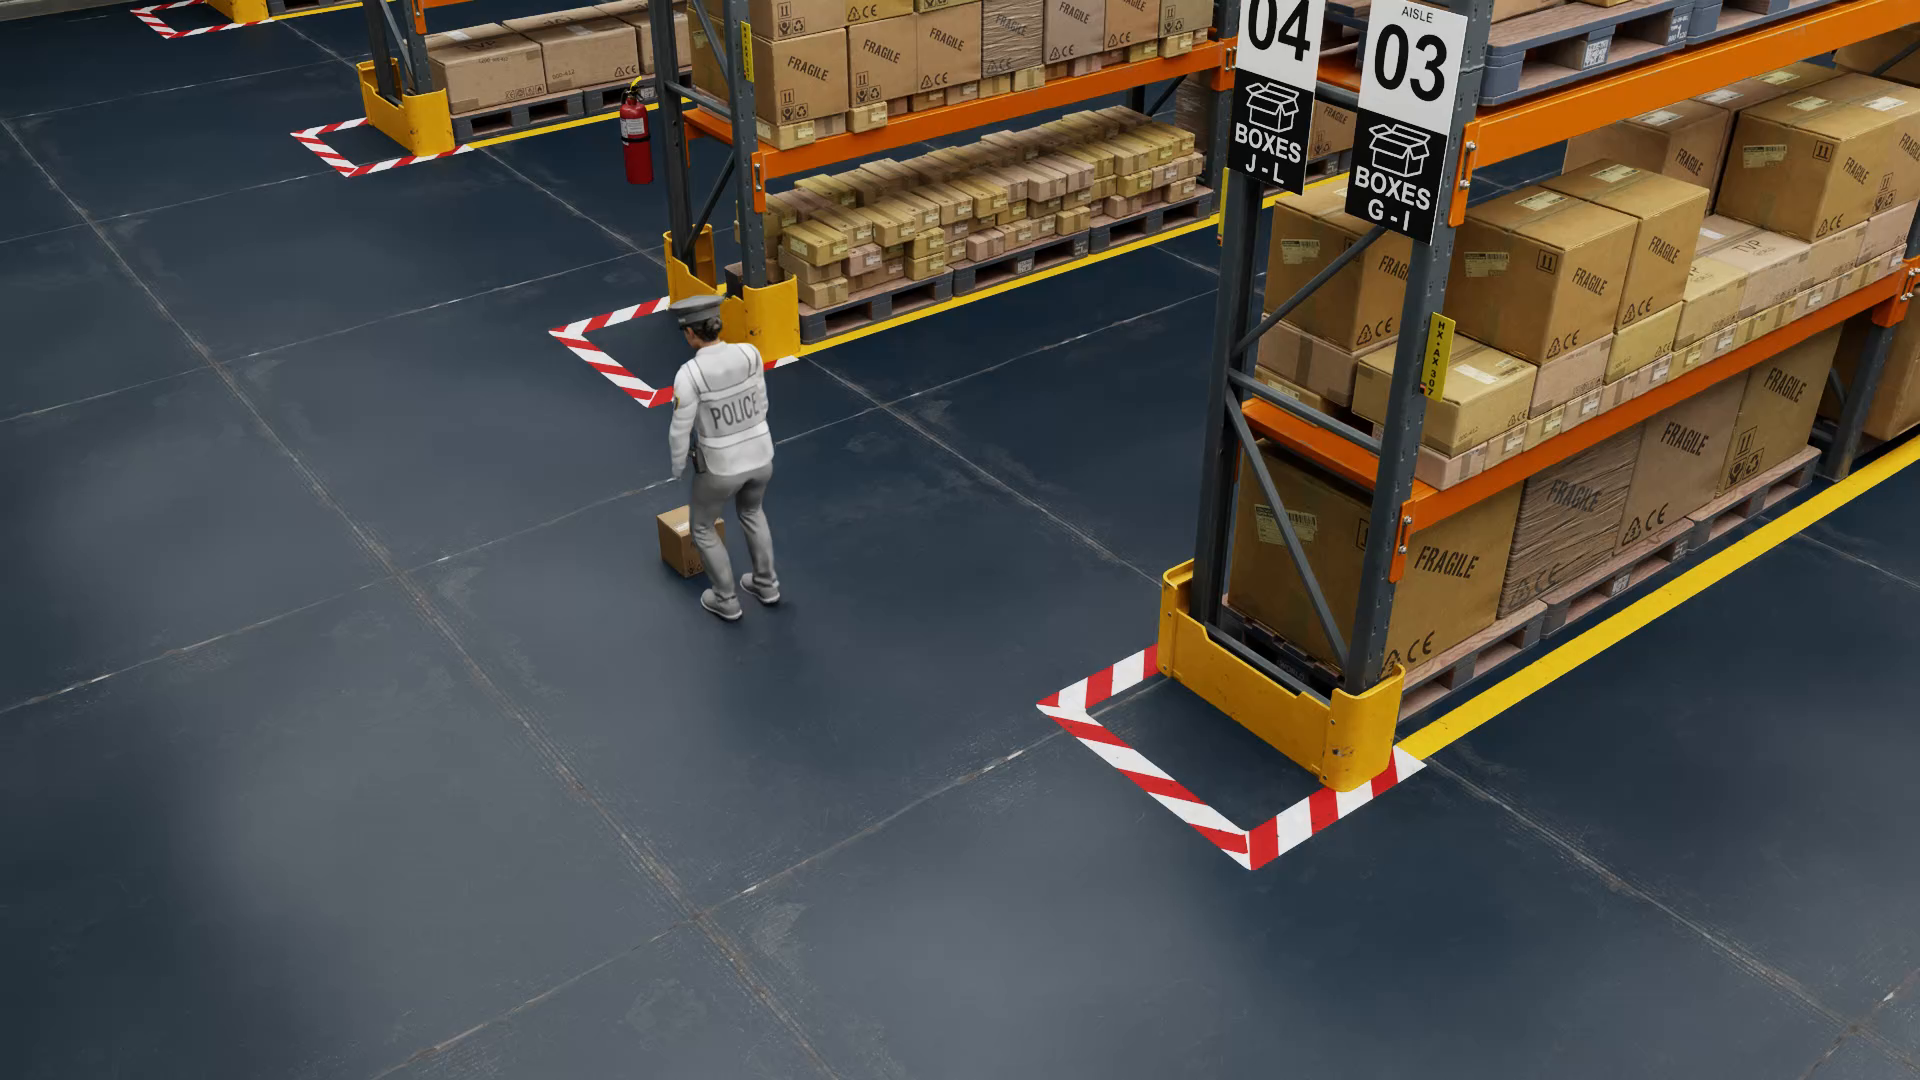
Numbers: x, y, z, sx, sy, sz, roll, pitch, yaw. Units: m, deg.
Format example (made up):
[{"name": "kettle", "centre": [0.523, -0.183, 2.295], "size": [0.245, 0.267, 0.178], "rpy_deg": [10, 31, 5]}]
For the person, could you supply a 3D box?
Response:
[{"name": "person", "centre": [-1.113, -0.371, 7.779], "size": [0.504, 1.616, 0.465], "rpy_deg": [-21, 38, -30]}]
